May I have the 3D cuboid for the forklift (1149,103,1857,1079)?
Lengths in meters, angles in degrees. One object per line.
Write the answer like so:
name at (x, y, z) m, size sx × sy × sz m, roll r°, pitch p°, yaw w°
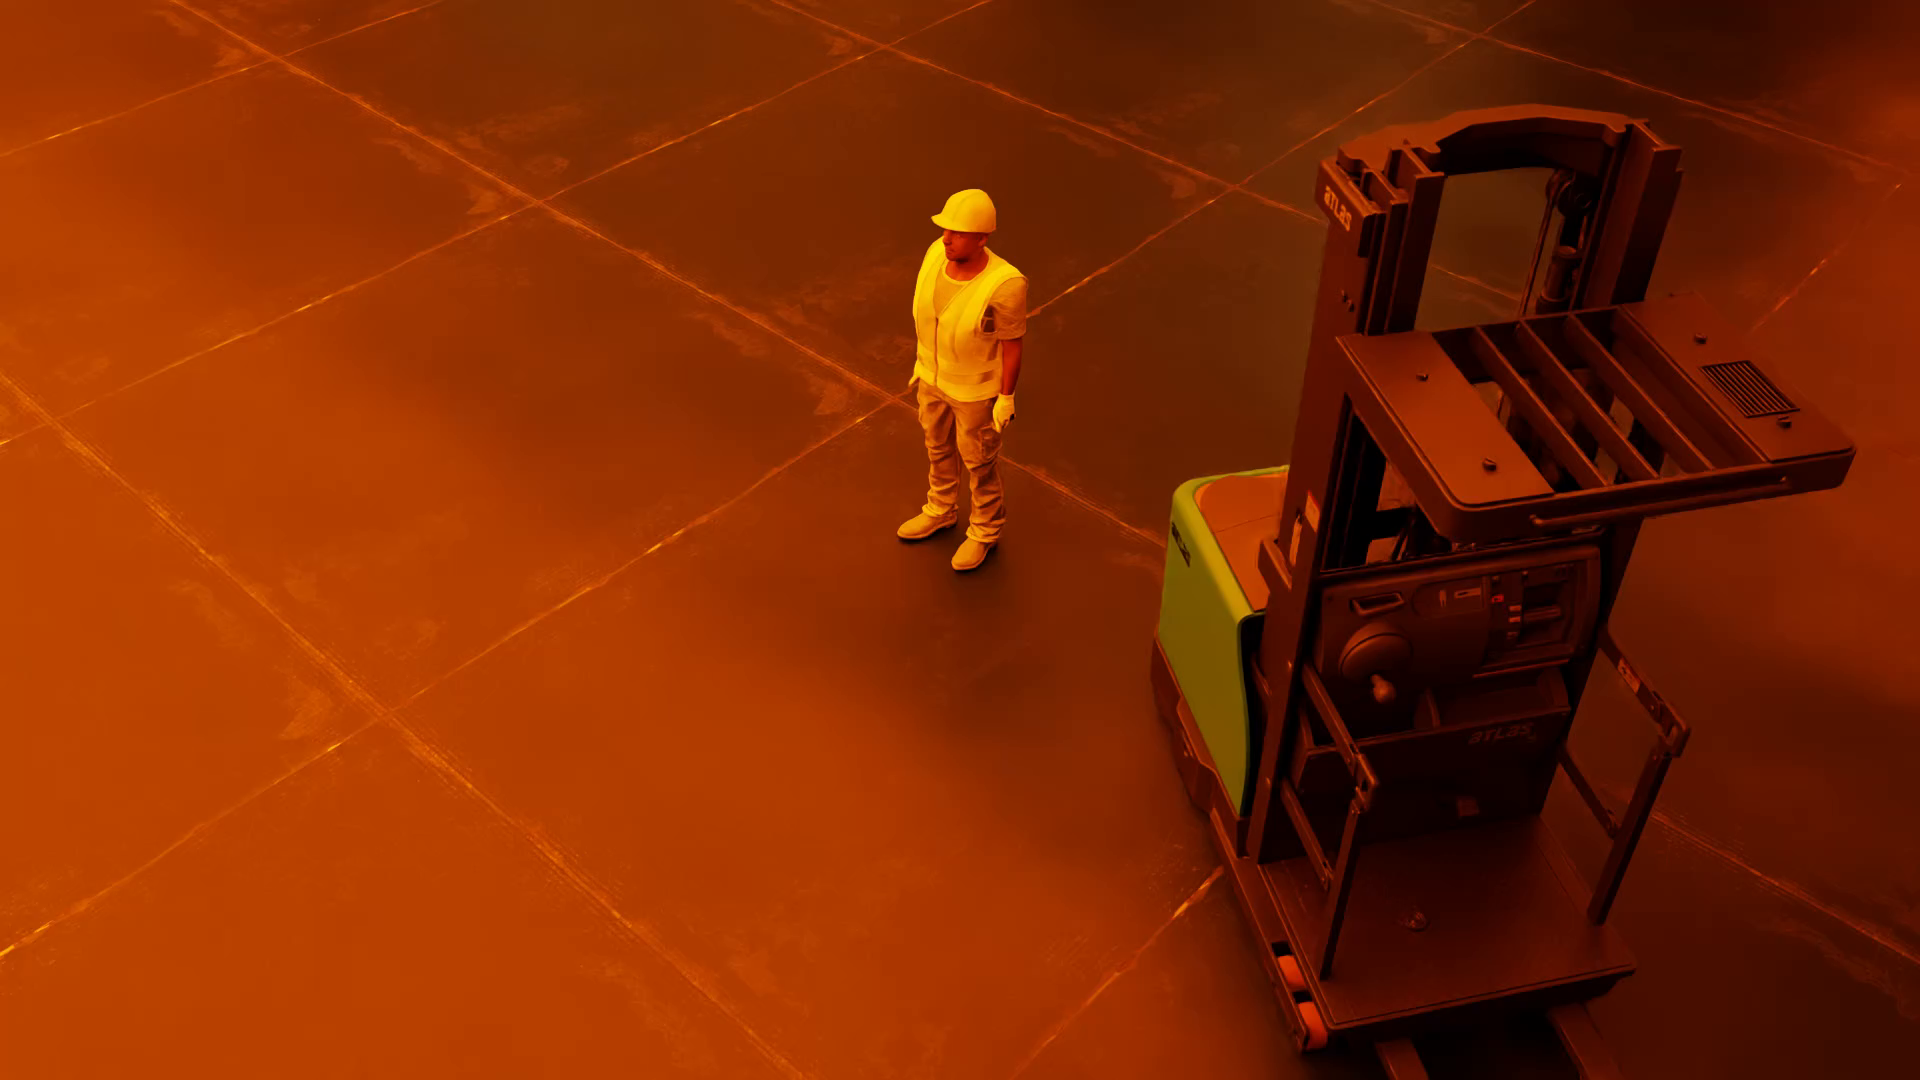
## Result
forklift at (1.608, 0.345, 5.026) m, size 1.130 × 2.935 × 3.031 m, roll -8°, pitch 41°, yaw -10°

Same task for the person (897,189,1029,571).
person at (0.004, -0.670, 7.090) m, size 0.541 × 1.789 × 0.381 m, roll 31°, pitch 49°, yaw 31°
